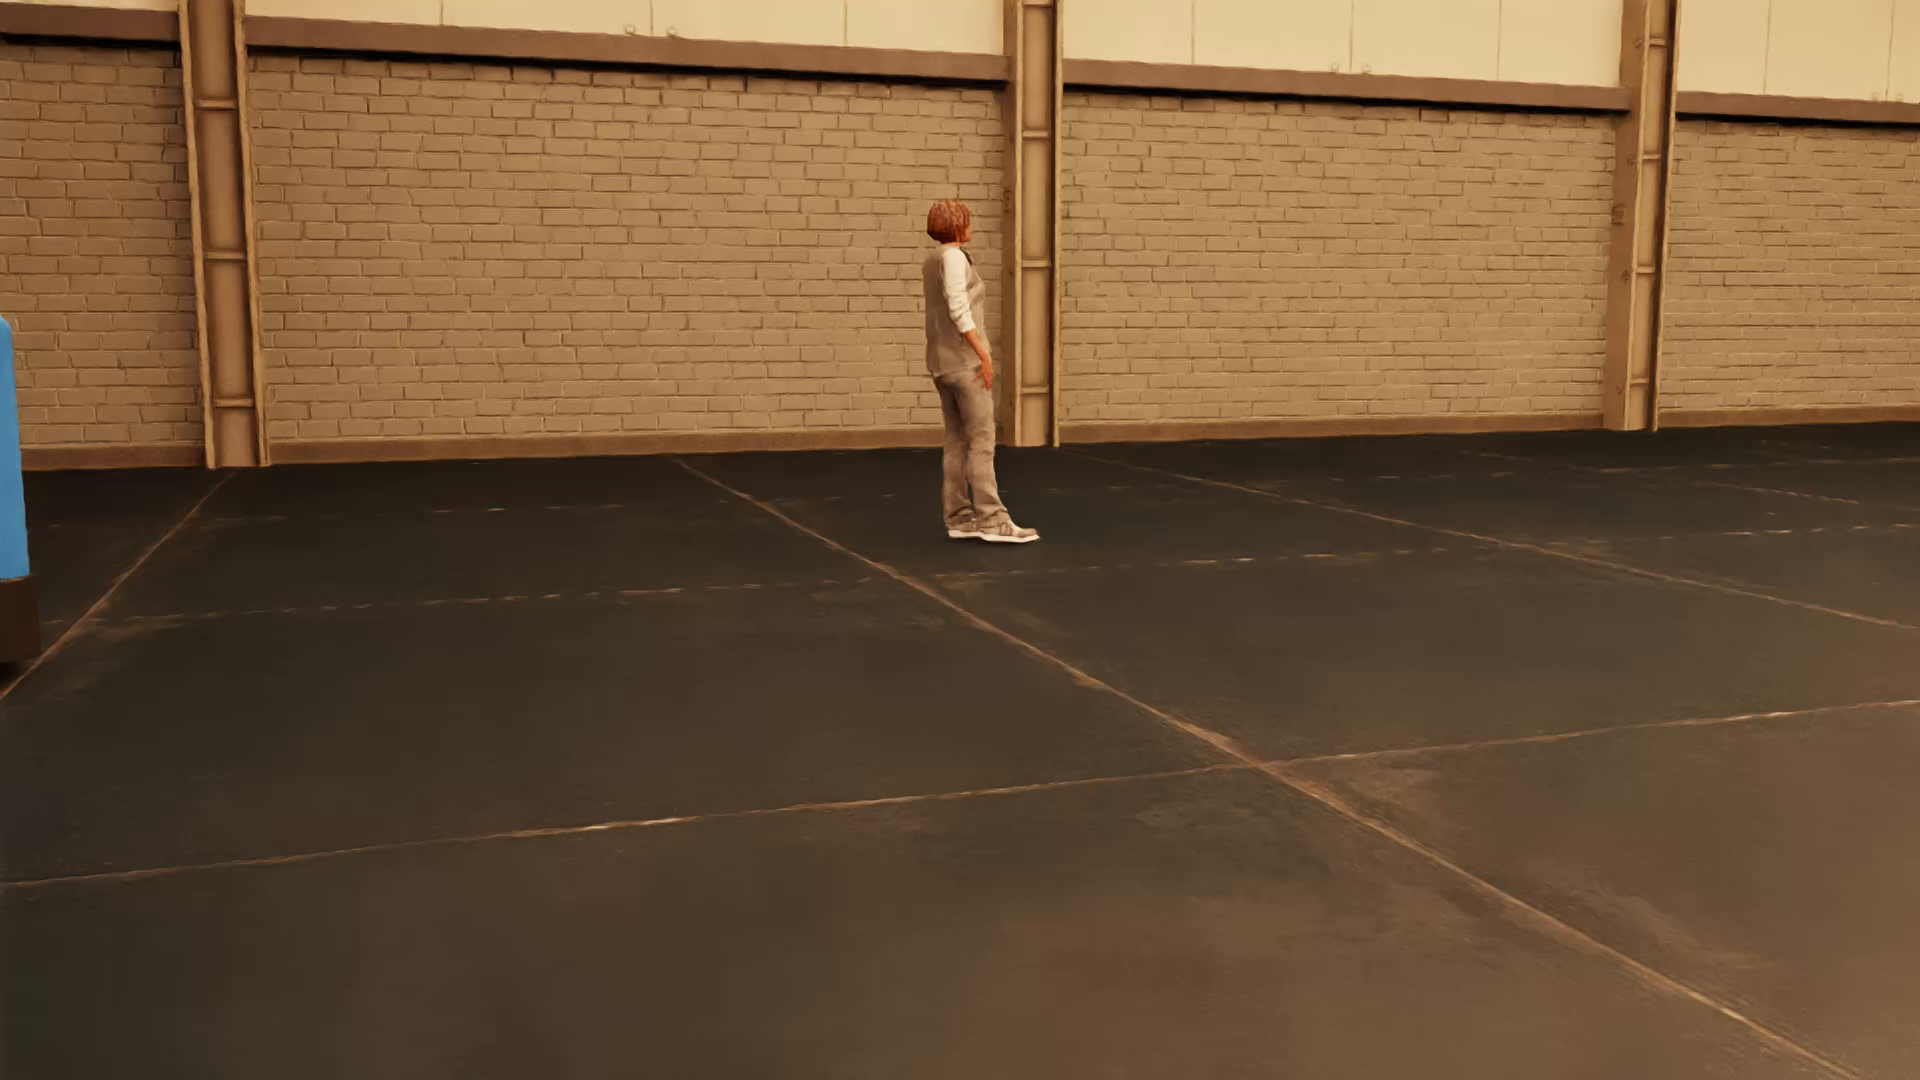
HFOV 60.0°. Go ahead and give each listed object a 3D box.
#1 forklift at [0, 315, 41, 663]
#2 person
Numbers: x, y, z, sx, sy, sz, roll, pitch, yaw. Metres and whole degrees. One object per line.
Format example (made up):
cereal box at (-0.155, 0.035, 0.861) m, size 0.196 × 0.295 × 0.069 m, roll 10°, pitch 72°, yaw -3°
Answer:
forklift at (-4.156, -0.958, 4.093) m, size 3.031 × 2.935 × 1.130 m, roll -7°, pitch 10°, yaw -40°
person at (0.075, -0.799, 7.826) m, size 0.474 × 1.597 × 0.521 m, roll -3°, pitch 8°, yaw -18°
